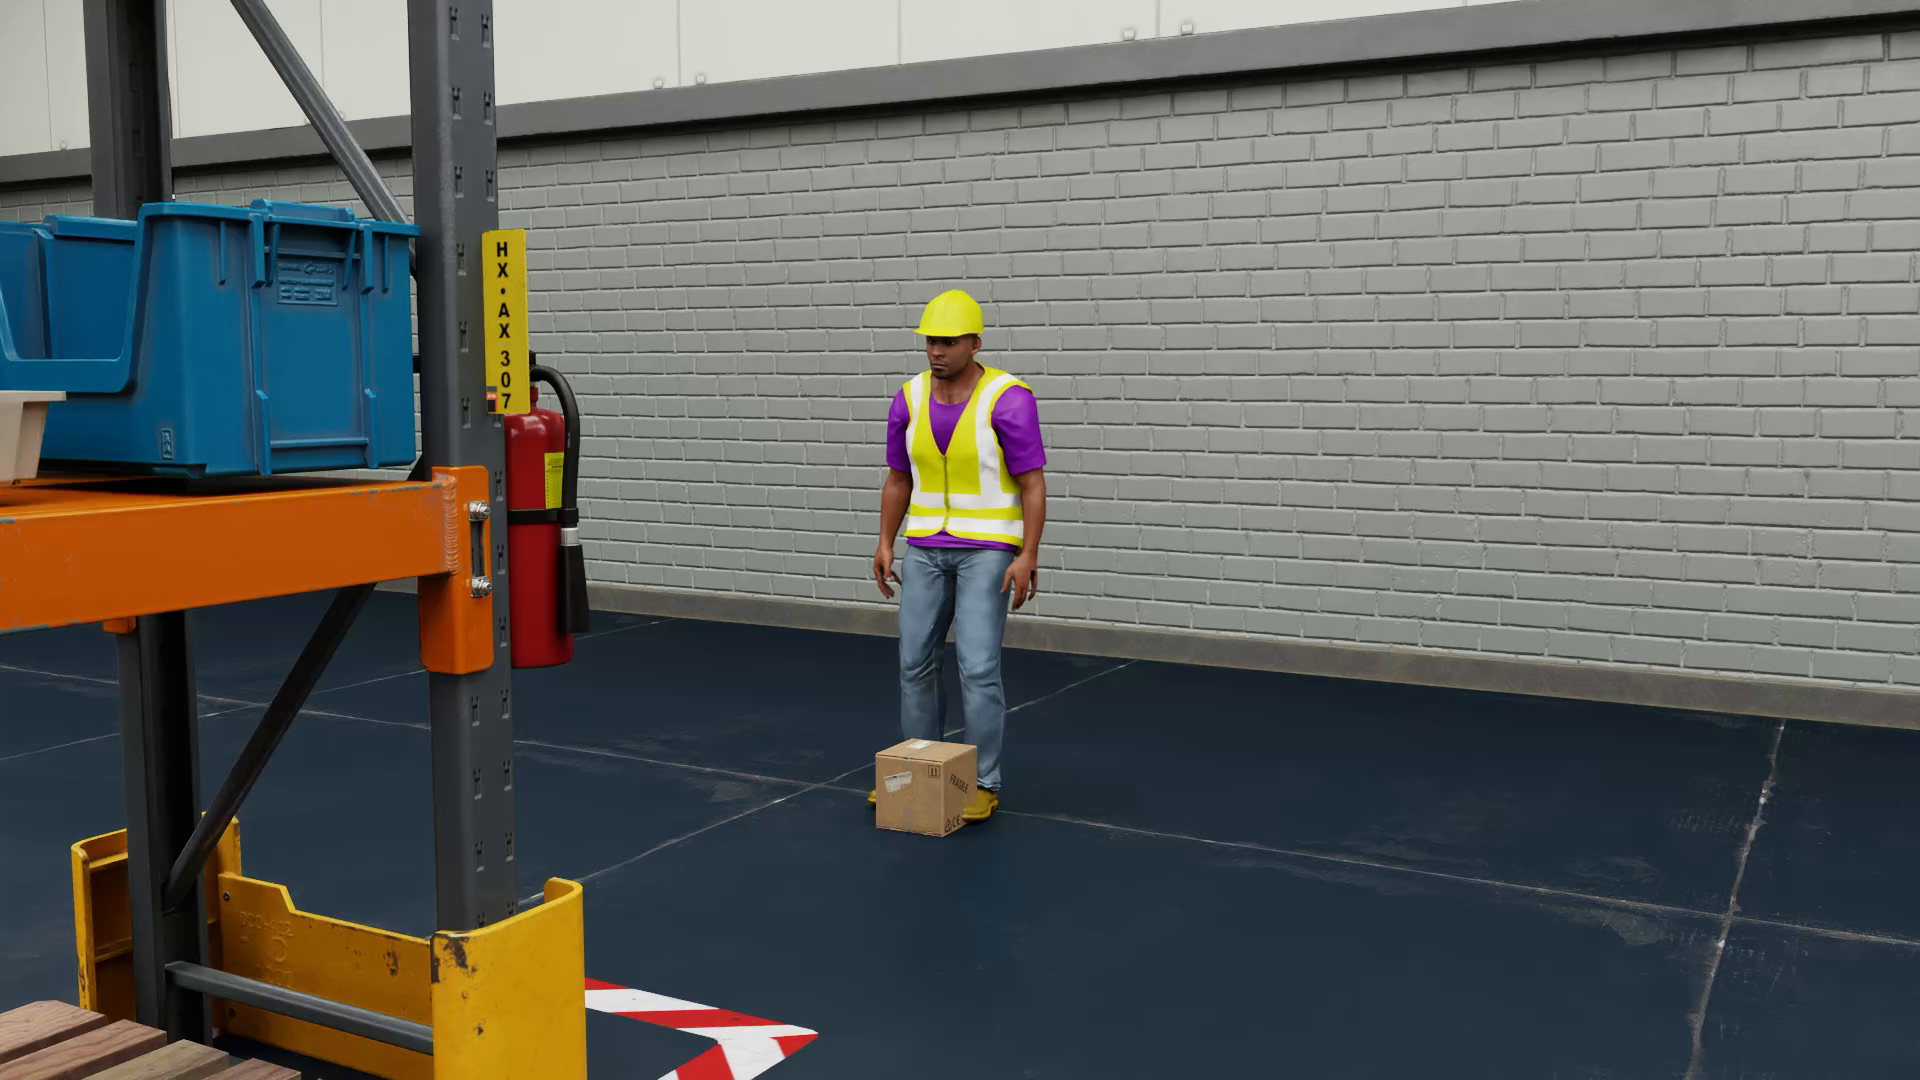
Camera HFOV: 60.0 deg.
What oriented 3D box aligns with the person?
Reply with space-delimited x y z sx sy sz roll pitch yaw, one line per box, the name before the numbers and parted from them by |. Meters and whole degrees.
person | -0.017 0.046 5.628 0.621 1.756 0.461 3 7 28
